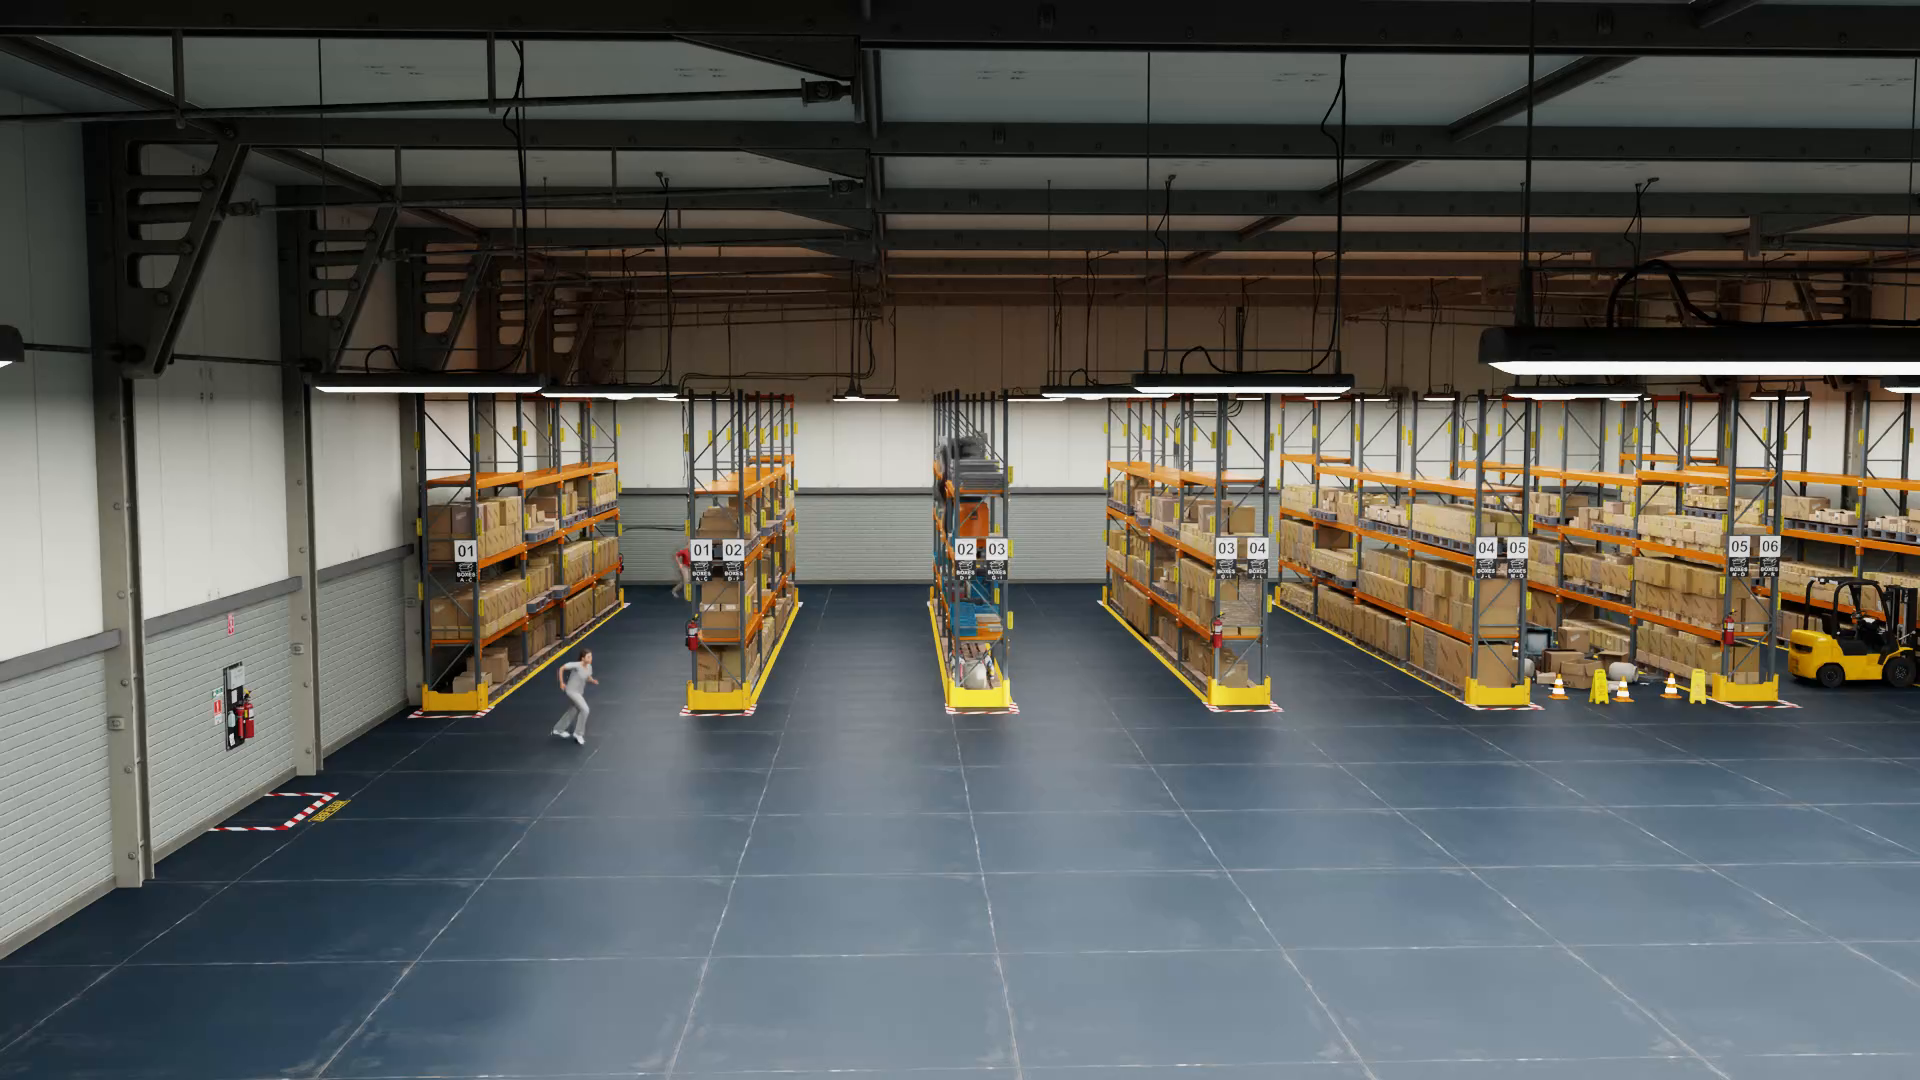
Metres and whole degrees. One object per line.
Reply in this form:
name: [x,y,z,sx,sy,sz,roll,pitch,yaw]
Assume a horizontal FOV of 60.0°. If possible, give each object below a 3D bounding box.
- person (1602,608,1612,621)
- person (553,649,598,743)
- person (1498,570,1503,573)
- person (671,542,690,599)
person: [16.793,1.285,43.801,0.685,1.750,0.993,-1,5,-15]
person: [-6.546,2.658,28.215,0.906,1.663,0.594,2,5,24]
person: [12.891,1.603,39.901,0.678,1.749,0.916,-1,5,-16]
person: [-8.022,0.930,48.705,0.934,1.600,0.746,2,5,27]
